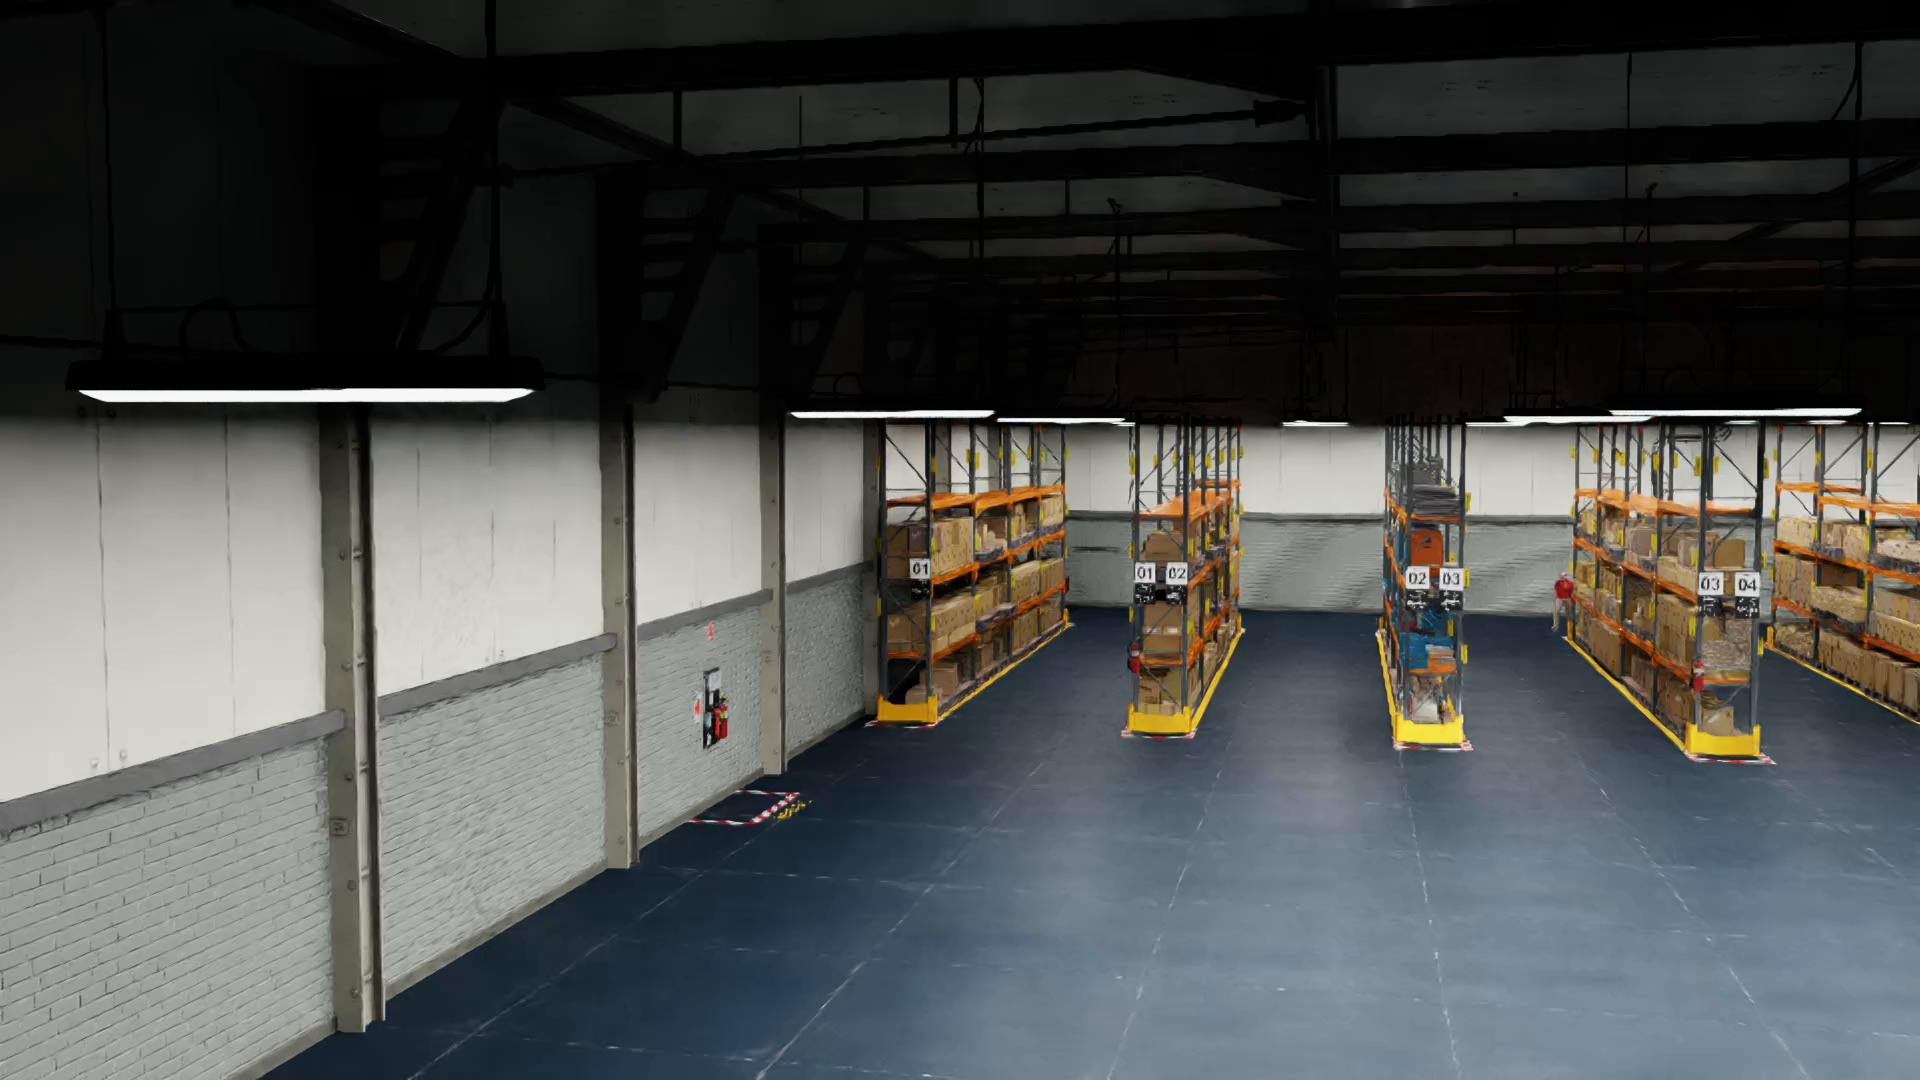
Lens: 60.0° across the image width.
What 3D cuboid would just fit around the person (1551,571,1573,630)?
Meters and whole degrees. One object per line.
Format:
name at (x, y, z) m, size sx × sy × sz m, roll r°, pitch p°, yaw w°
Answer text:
person at (17.087, 1.710, 47.018) m, size 0.582 × 1.667 × 0.981 m, roll 3°, pitch 5°, yaw 34°
